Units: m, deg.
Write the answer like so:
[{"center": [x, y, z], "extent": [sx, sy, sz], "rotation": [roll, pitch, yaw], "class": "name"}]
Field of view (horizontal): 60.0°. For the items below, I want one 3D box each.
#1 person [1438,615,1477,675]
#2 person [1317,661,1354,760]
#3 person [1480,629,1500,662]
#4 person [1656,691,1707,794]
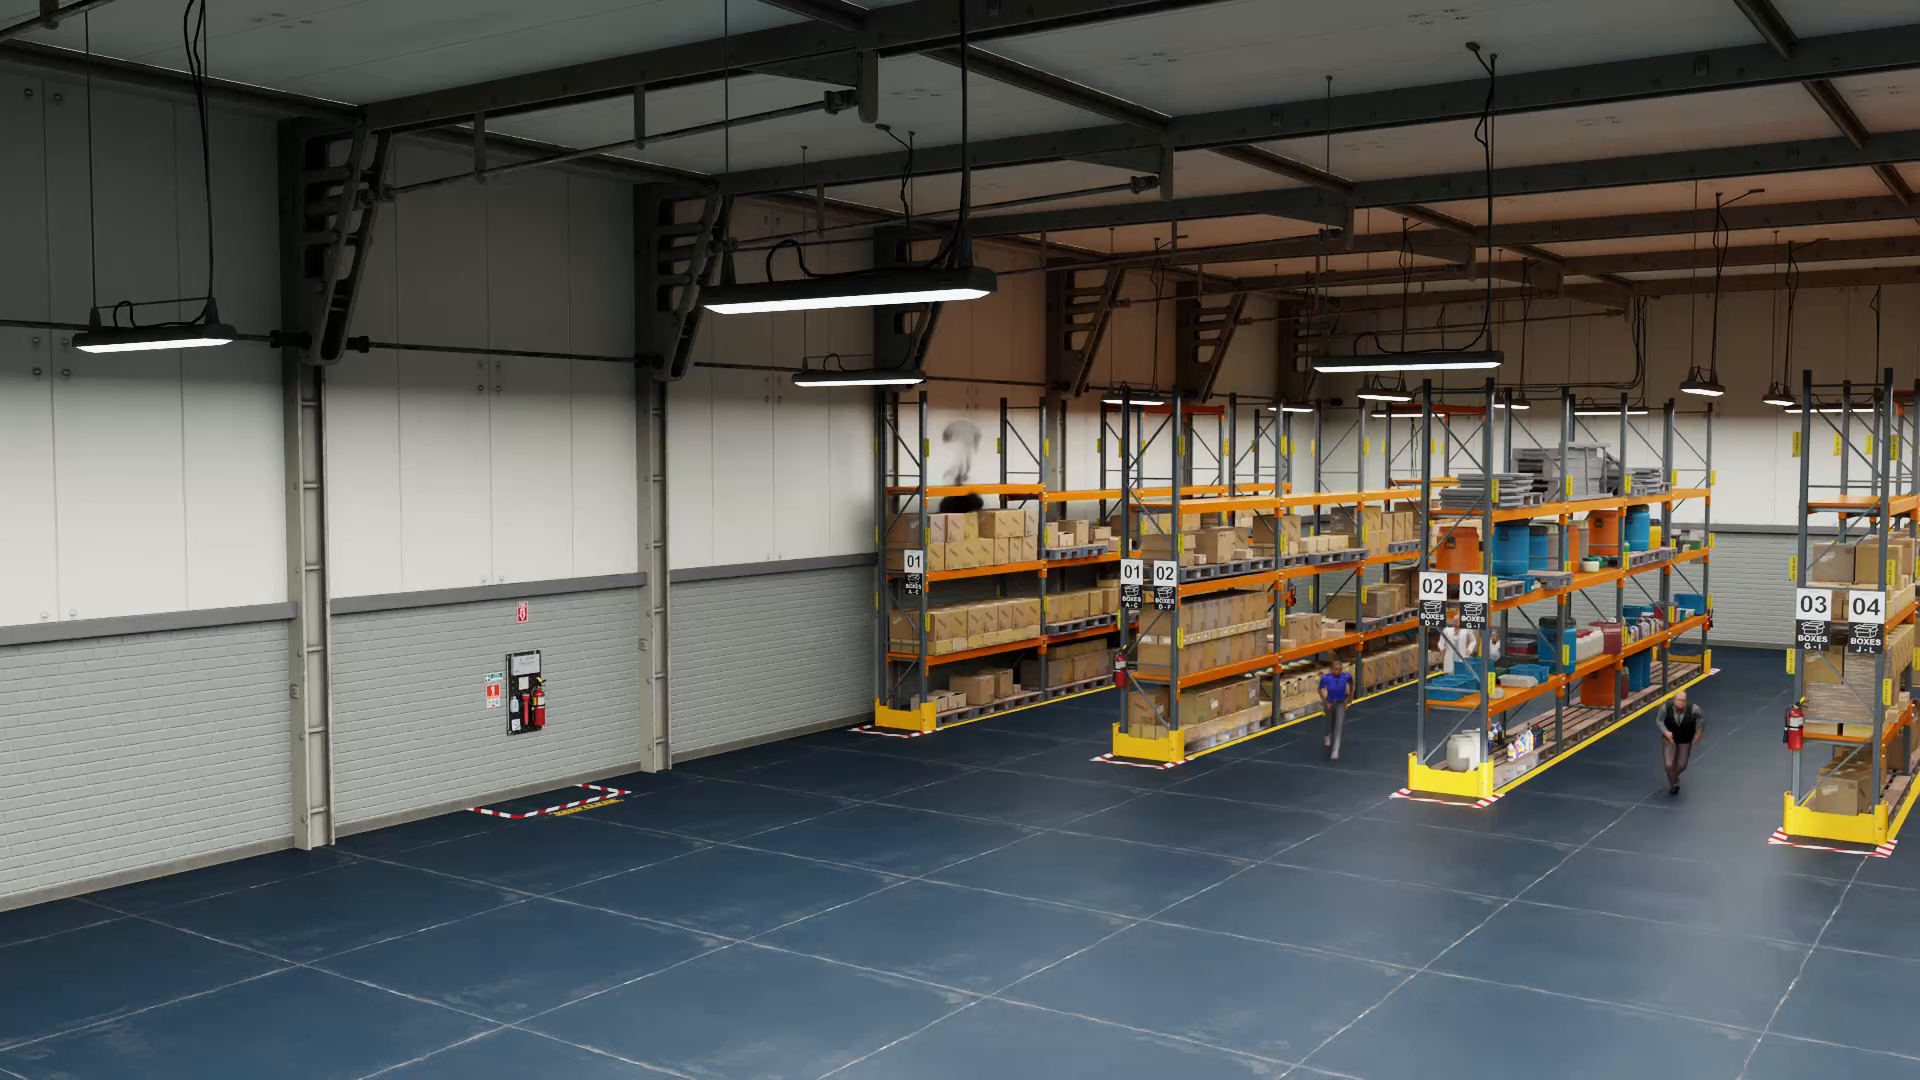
[{"center": [9.656, 2.337, 32.315], "extent": [0.712, 1.764, 0.918], "rotation": [1, 3, 22], "class": "person"}, {"center": [6.101, 2.729, 27.118], "extent": [0.601, 1.615, 0.955], "rotation": [0, 3, 1], "class": "person"}, {"center": [10.165, 2.465, 31.578], "extent": [0.607, 1.615, 0.686], "rotation": [2, 4, 26], "class": "person"}, {"center": [10.399, 2.909, 24.002], "extent": [0.679, 1.542, 0.844], "rotation": [1, 3, 20], "class": "person"}]
